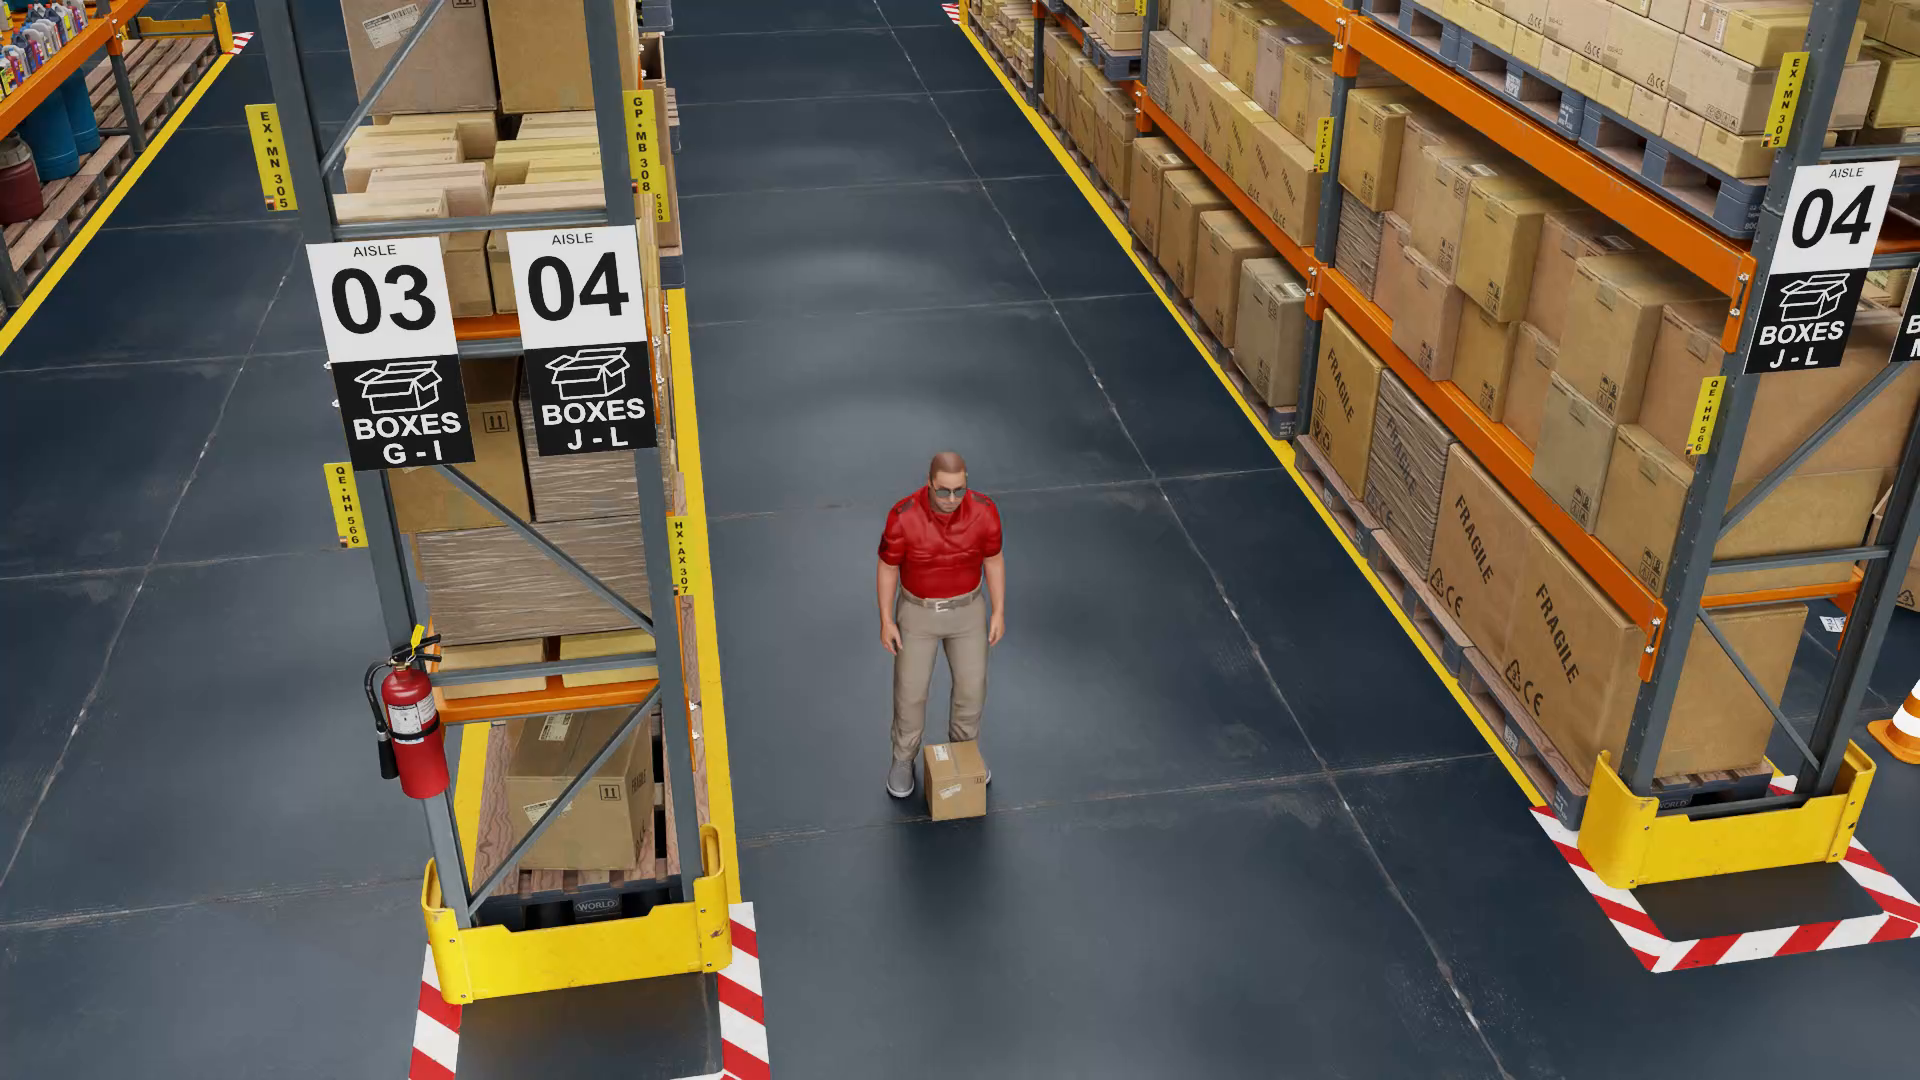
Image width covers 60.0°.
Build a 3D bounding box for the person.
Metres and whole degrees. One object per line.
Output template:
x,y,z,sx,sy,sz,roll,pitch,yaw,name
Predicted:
-0.080,0.354,7.550,0.585,1.727,0.392,-5,31,-9,person
